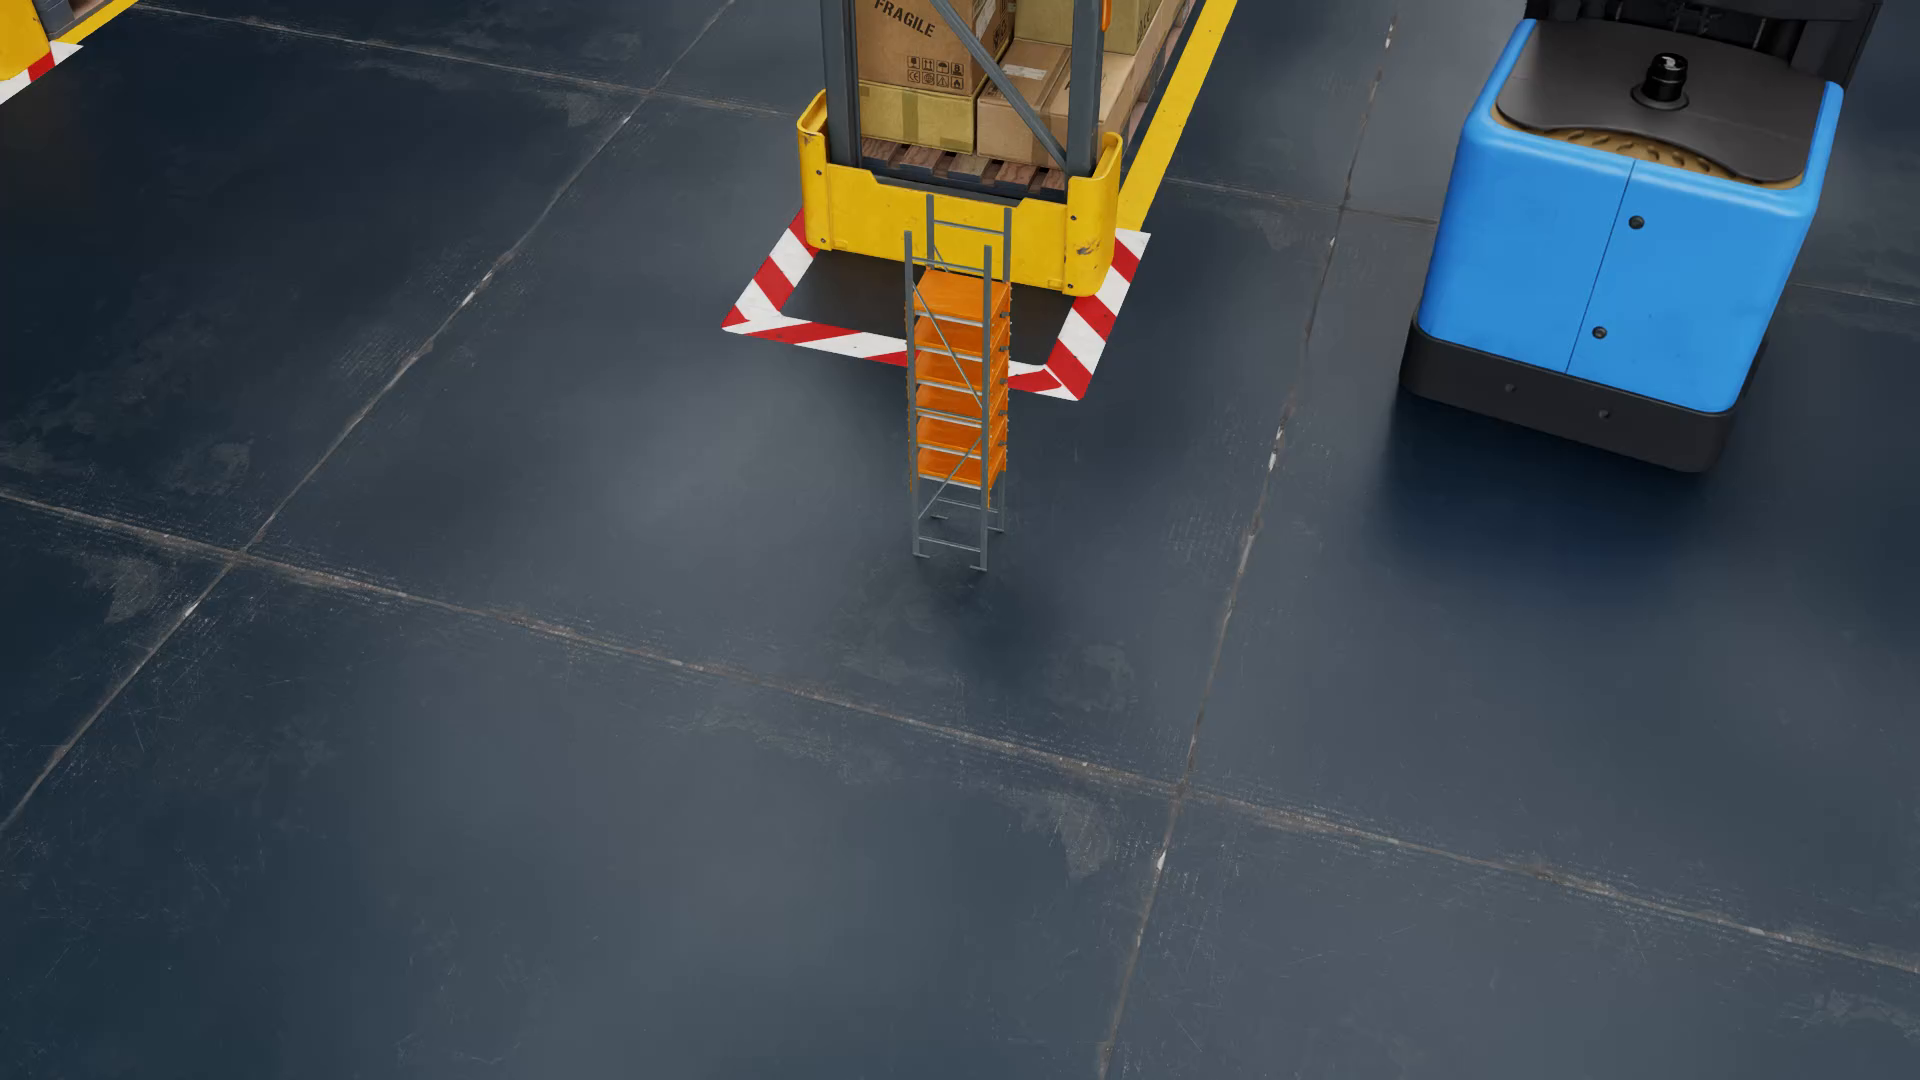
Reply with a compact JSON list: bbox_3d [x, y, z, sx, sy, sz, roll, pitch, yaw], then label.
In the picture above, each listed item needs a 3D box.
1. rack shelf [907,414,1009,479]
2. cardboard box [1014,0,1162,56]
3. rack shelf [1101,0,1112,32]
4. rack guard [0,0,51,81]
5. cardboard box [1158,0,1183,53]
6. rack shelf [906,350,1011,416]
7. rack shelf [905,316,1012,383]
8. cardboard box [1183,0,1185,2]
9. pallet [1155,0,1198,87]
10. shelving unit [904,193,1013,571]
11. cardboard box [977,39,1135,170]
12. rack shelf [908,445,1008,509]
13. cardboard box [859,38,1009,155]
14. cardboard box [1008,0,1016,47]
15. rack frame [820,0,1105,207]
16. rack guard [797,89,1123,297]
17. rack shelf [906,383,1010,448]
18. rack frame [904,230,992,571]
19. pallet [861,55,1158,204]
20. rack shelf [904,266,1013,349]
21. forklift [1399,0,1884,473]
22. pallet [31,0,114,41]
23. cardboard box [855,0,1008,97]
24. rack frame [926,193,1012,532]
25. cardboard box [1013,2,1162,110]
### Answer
[{"bbox_3d":[-0.004,-0.302,4.936,0.258,0.103,0.180,13,46,12],"label":"rack shelf"},{"bbox_3d":[0.526,-2.297,6.582,0.500,0.500,0.500,13,46,13],"label":"cardboard box"},{"bbox_3d":[0.608,-3.293,6.985,1.077,0.370,4.000,13,46,13],"label":"rack shelf"},{"bbox_3d":[-4.697,-2.421,7.367,1.175,0.500,0.348,13,46,13],"label":"rack guard"},{"bbox_3d":[0.676,-2.362,7.185,0.500,0.250,0.500,13,46,13],"label":"cardboard box"},{"bbox_3d":[-0.004,-0.473,4.768,0.258,0.103,0.180,13,46,12],"label":"rack shelf"},{"bbox_3d":[-0.004,-0.559,4.684,0.258,0.103,0.180,13,46,12],"label":"rack shelf"},{"bbox_3d":[0.833,-2.695,7.525,0.500,0.250,0.500,13,46,13],"label":"cardboard box"},{"bbox_3d":[0.565,-2.550,7.705,1.003,0.211,1.213,13,46,13],"label":"pallet"},{"bbox_3d":[-0.004,-0.419,4.820,0.258,1.200,0.189,13,46,13],"label":"shelving unit"},{"bbox_3d":[0.377,-1.695,6.503,0.500,0.250,0.500,13,46,13],"label":"cardboard box"},{"bbox_3d":[-0.004,-0.216,5.019,0.258,0.103,0.180,13,46,12],"label":"rack shelf"},{"bbox_3d":[-0.117,-1.805,6.615,0.500,0.250,0.500,13,46,13],"label":"cardboard box"},{"bbox_3d":[0.023,-2.141,6.959,0.500,0.250,0.500,13,46,13],"label":"cardboard box"},{"bbox_3d":[0.002,-2.217,5.371,1.000,3.000,0.127,13,46,13],"label":"rack frame"},{"bbox_3d":[-0.005,-1.308,6.229,1.175,0.500,0.348,13,46,13],"label":"rack guard"},{"bbox_3d":[-0.004,-0.387,4.852,0.258,0.103,0.180,13,46,12],"label":"rack shelf"},{"bbox_3d":[-0.032,-0.358,4.758,0.240,1.200,0.006,13,46,13],"label":"rack frame"},{"bbox_3d":[0.194,-1.739,6.877,1.003,0.211,1.213,13,46,13],"label":"pallet"},{"bbox_3d":[-0.004,-0.645,4.600,0.258,0.103,0.180,13,46,12],"label":"rack shelf"},{"bbox_3d":[2.618,-2.299,5.504,1.130,2.935,3.031,19,48,19],"label":"forklift"},{"bbox_3d":[-4.417,-2.852,8.014,1.003,0.211,1.213,13,46,13],"label":"pallet"},{"bbox_3d":[-0.119,-2.073,6.354,0.500,0.500,0.500,13,46,13],"label":"cardboard box"},{"bbox_3d":[0.023,-0.480,4.883,0.240,1.200,0.006,13,46,13],"label":"rack frame"},{"bbox_3d":[0.525,-2.029,6.845,0.500,0.250,0.500,13,46,13],"label":"cardboard box"}]
